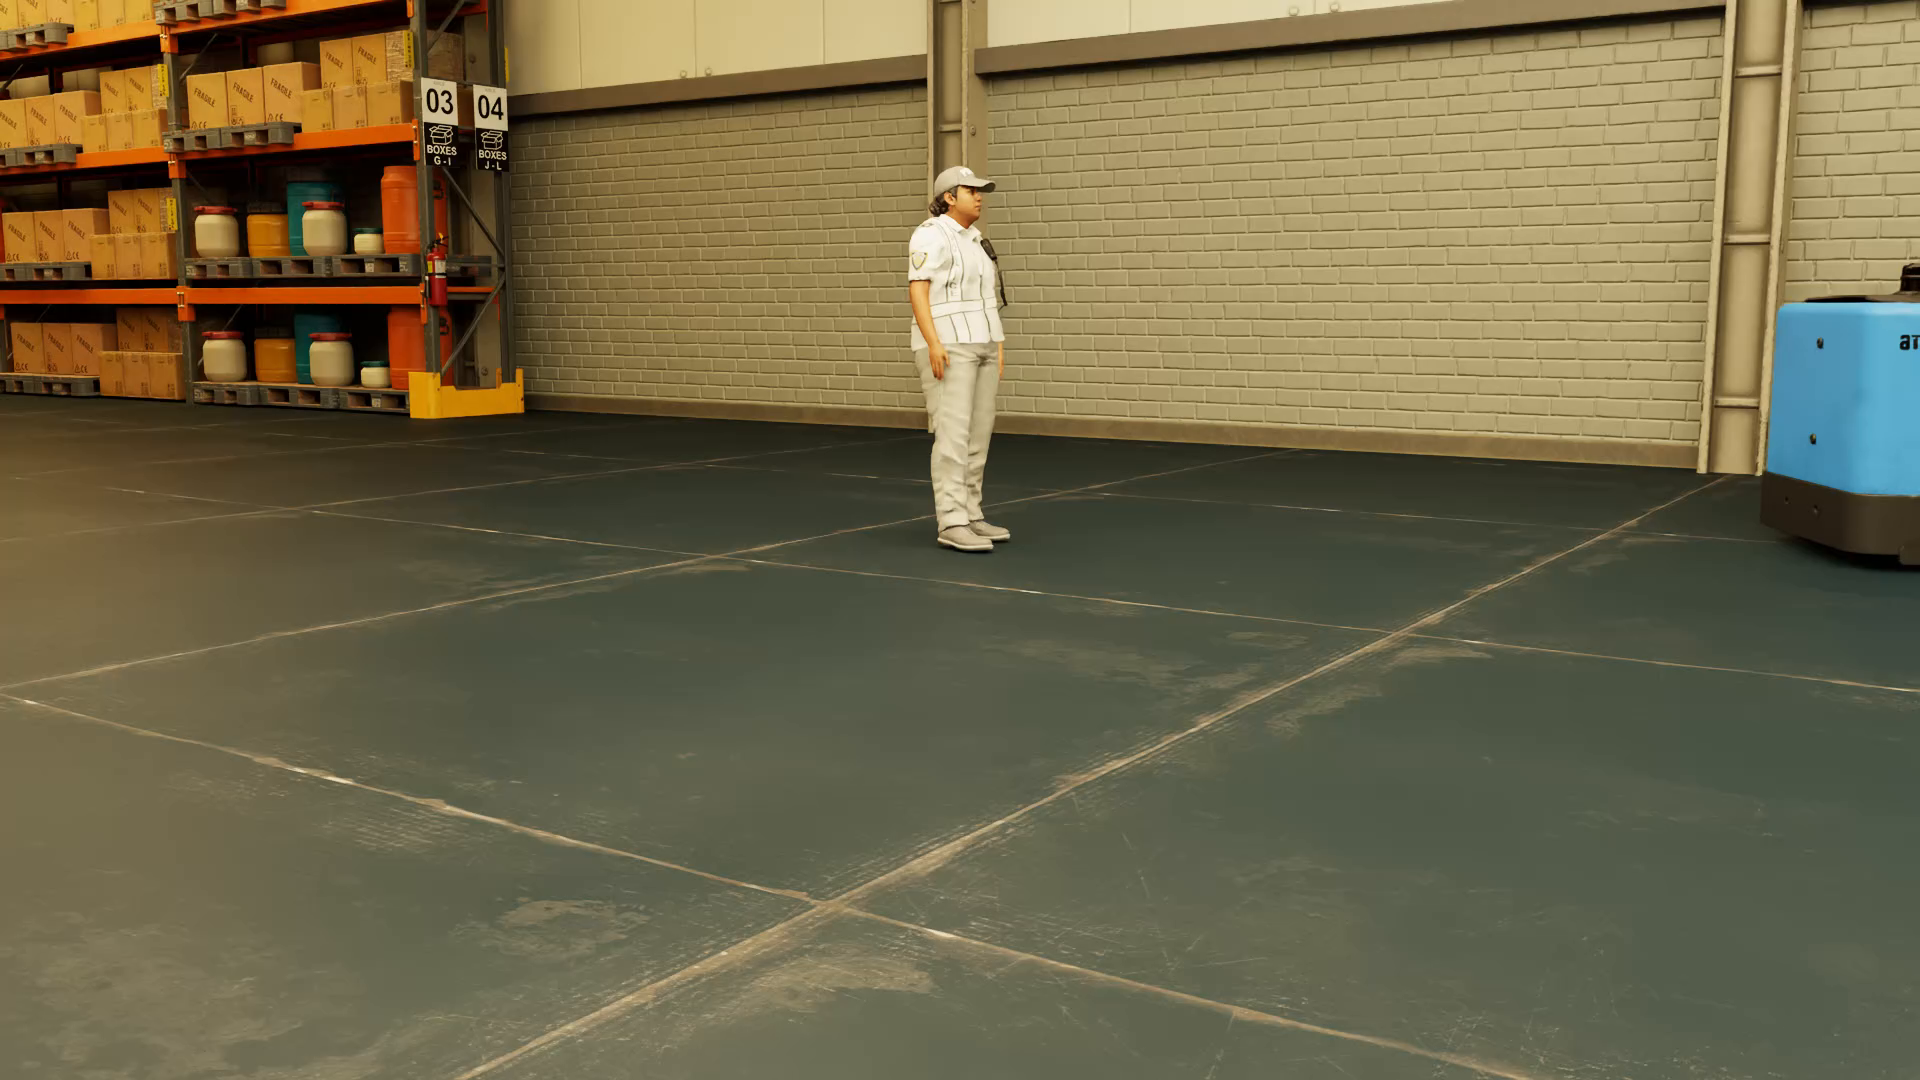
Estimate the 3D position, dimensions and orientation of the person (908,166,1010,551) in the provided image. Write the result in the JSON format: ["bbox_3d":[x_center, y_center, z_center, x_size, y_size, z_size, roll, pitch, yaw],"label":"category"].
[{"bbox_3d":[0.051,-0.824,7.424,0.529,1.670,0.598,5,10,34],"label":"person"}]

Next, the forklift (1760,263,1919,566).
[{"bbox_3d":[5.141,-1.377,6.876,3.031,2.935,1.130,1,8,5],"label":"forklift"}]
